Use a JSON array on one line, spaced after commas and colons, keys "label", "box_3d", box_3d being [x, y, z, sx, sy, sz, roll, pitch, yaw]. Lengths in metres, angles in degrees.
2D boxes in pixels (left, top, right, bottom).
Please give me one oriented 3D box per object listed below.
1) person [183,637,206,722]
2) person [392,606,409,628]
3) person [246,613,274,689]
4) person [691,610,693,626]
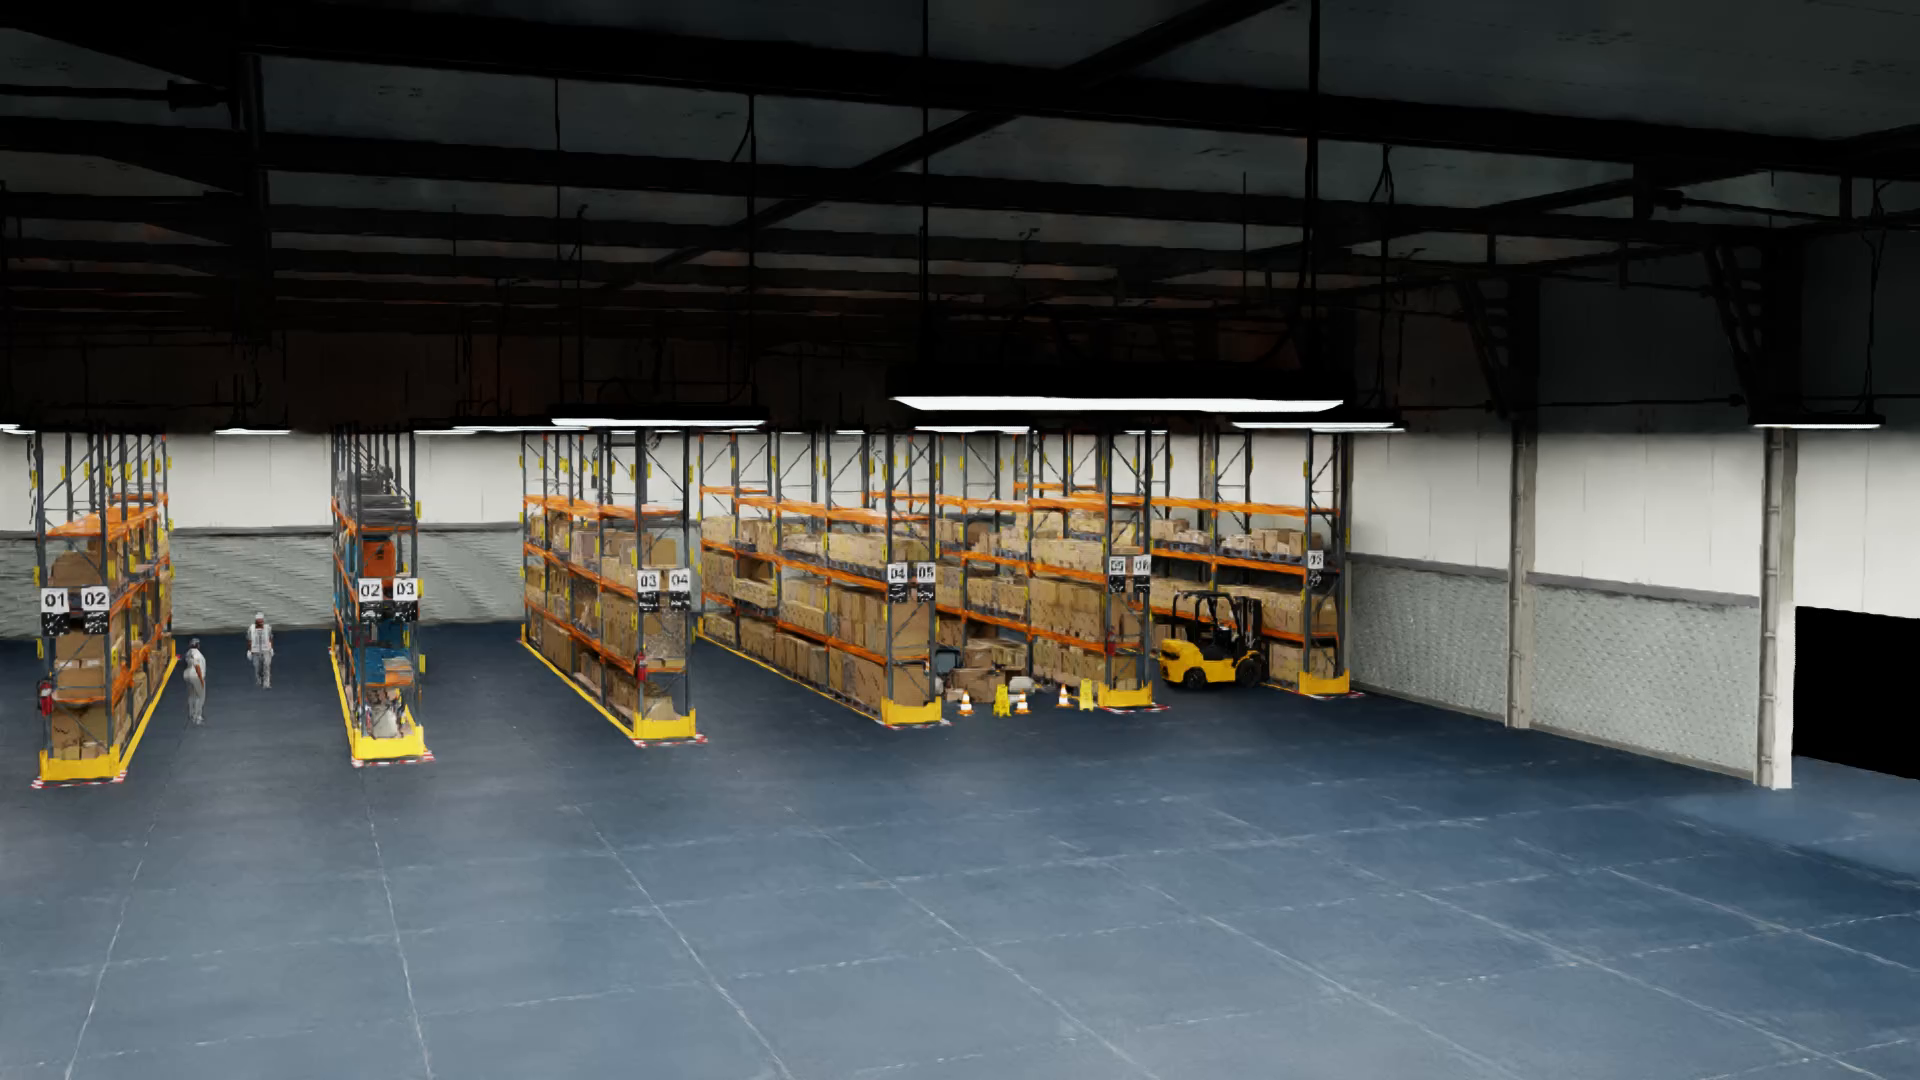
[{"label": "person", "box_3d": [-15.388, 2.827, 33.491, 0.559, 1.732, 0.404, 3, 5, 41]}, {"label": "person", "box_3d": [-15.899, 1.956, 47.418, 0.639, 1.628, 0.512, -2, 4, -25]}, {"label": "person", "box_3d": [-15.891, 2.498, 37.744, 0.562, 1.706, 1.122, -1, 4, -19]}, {"label": "person", "box_3d": [-7.164, 2.191, 42.769, 0.547, 1.725, 1.030, -2, 4, -23]}]
